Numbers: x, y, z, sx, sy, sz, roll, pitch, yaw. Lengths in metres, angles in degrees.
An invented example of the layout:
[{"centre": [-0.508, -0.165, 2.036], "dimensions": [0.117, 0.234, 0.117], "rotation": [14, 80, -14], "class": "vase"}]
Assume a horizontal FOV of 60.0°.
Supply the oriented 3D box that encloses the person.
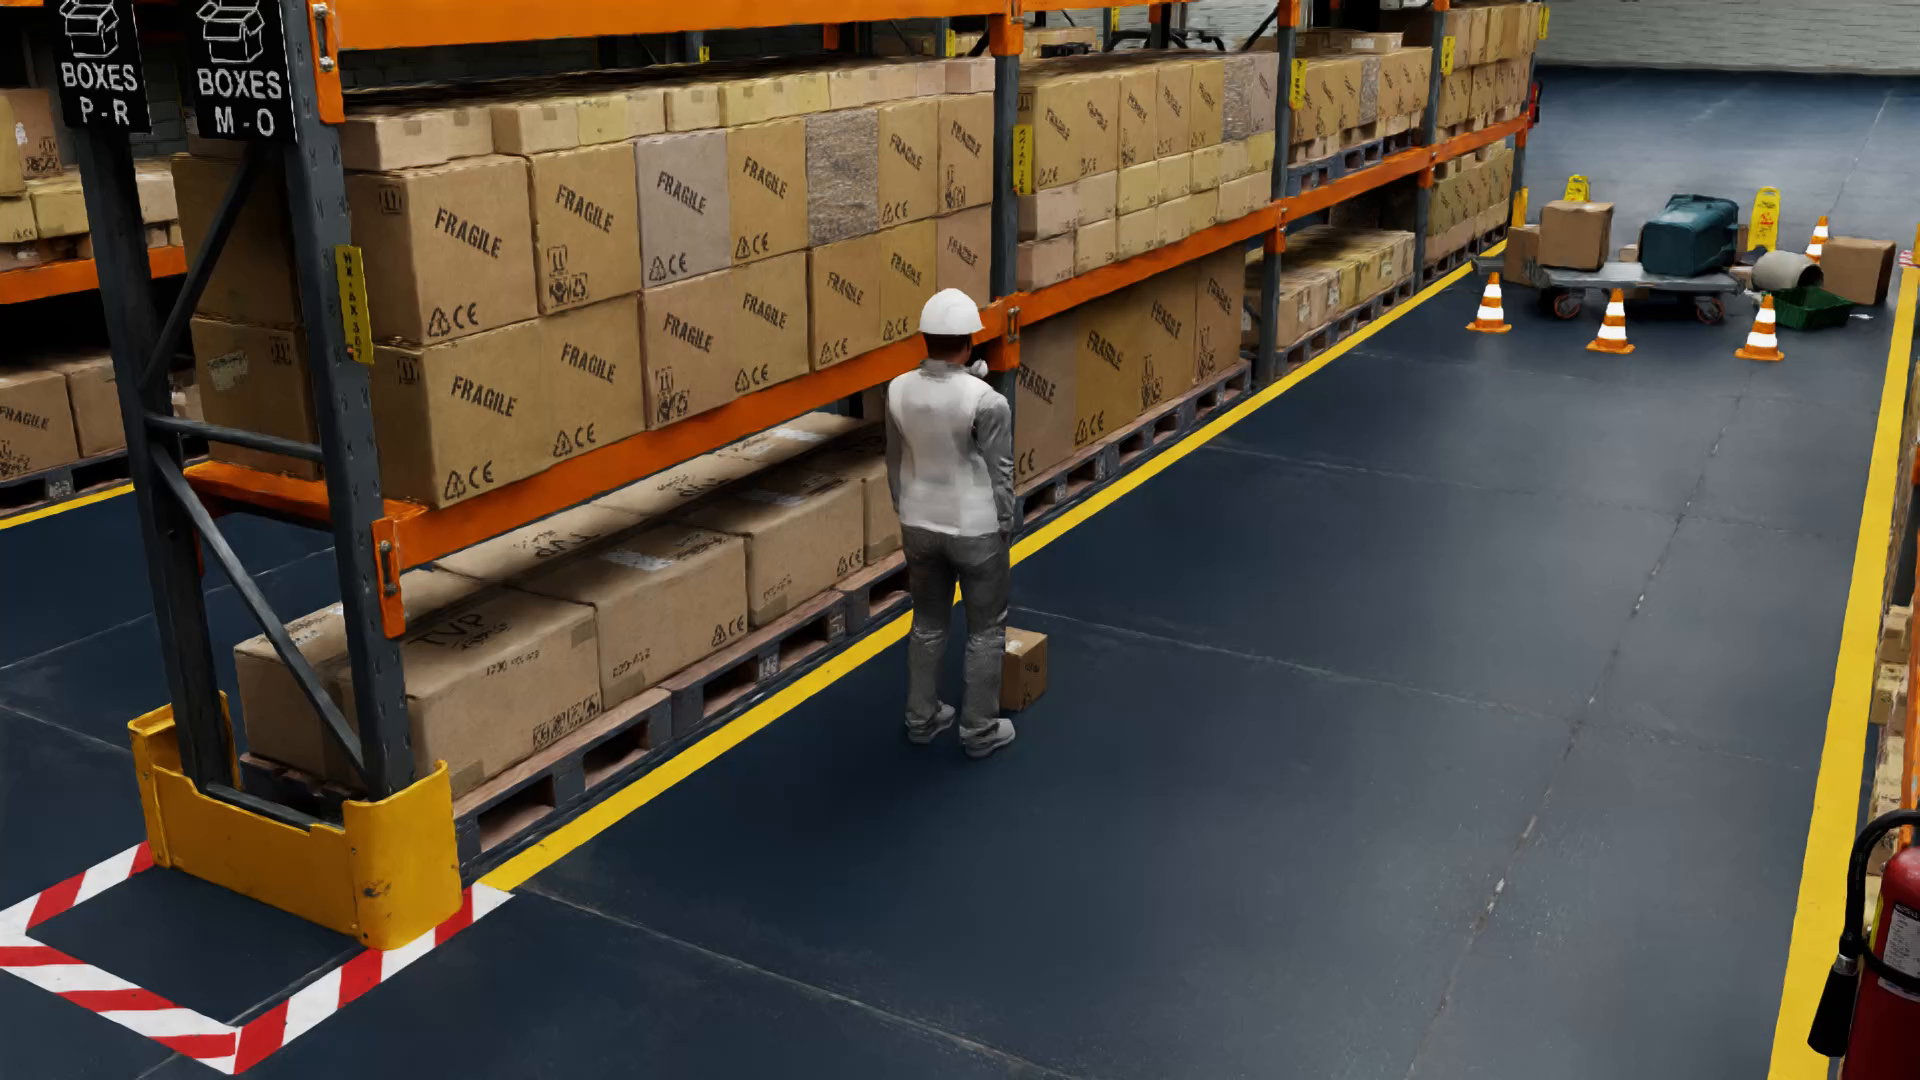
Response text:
[{"centre": [-0.031, -0.061, 6.216], "dimensions": [0.533, 1.765, 0.358], "rotation": [11, 22, 28], "class": "person"}]
